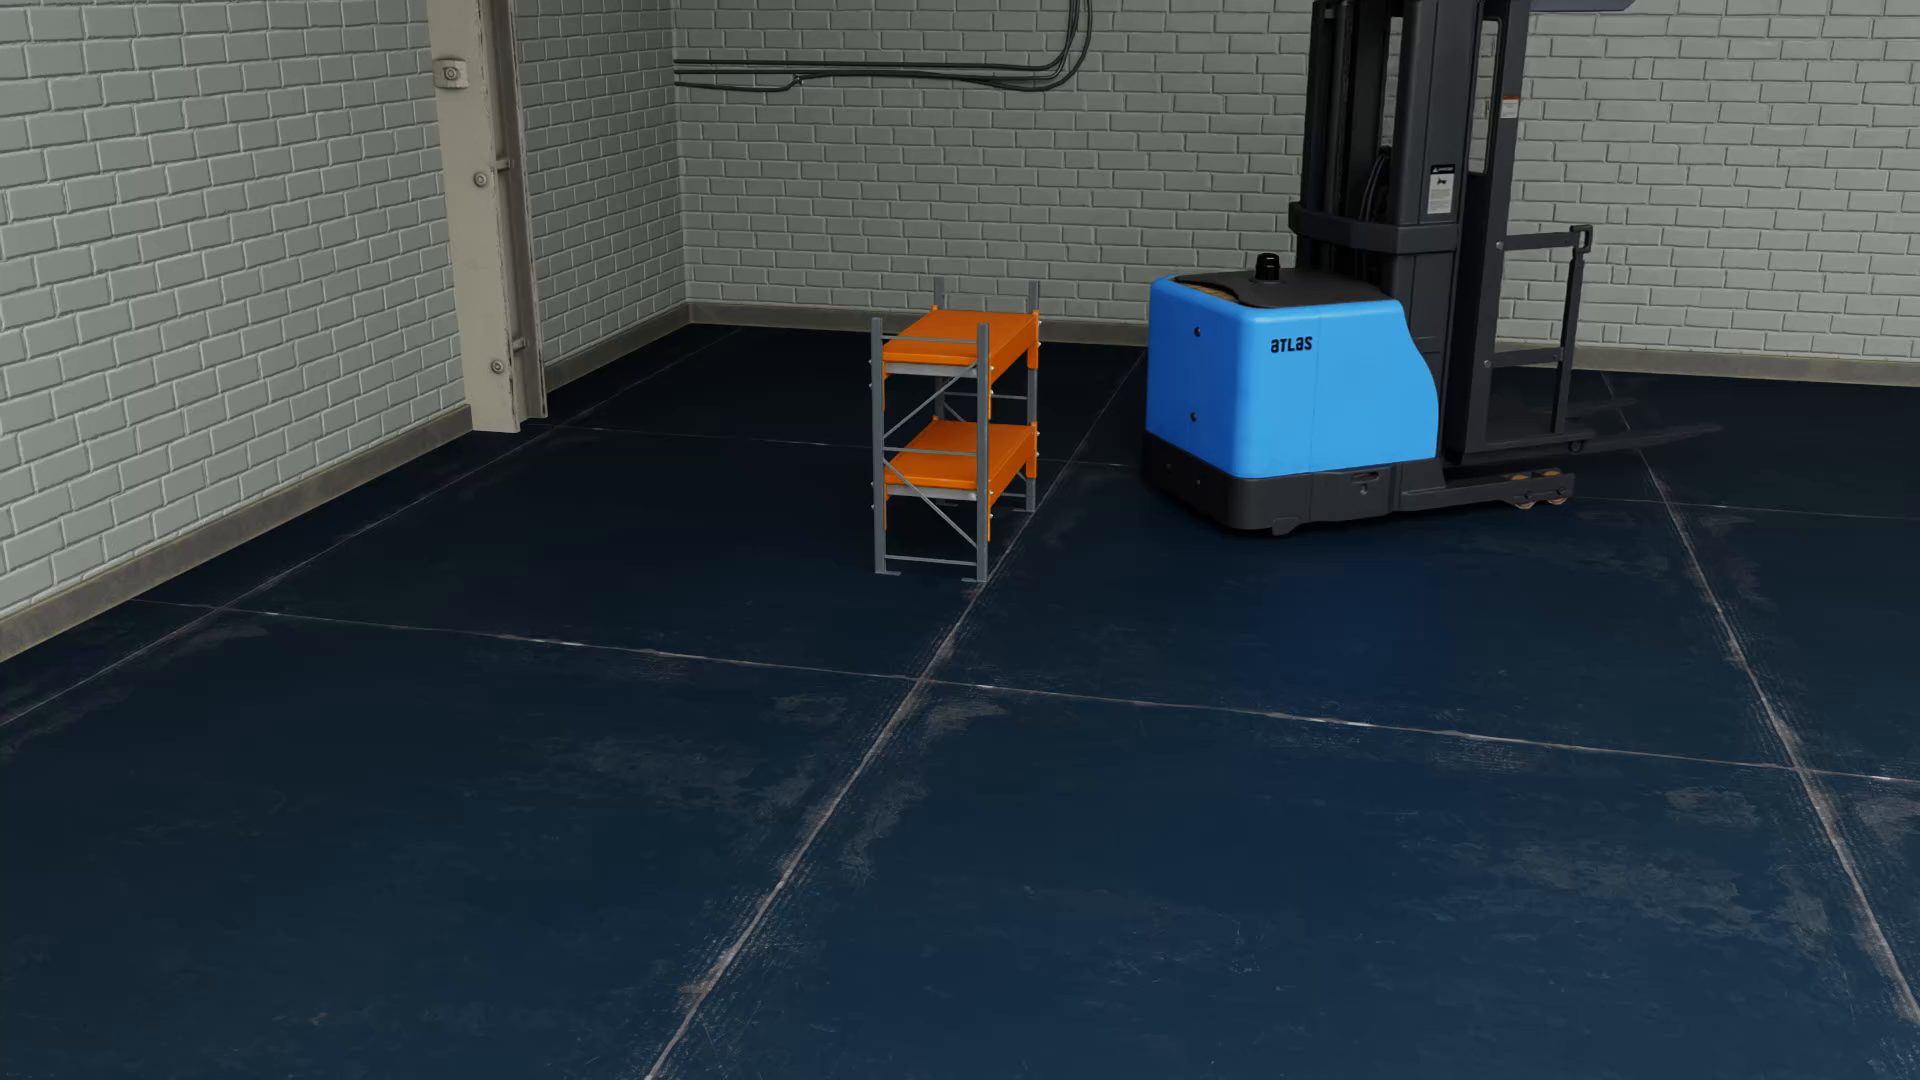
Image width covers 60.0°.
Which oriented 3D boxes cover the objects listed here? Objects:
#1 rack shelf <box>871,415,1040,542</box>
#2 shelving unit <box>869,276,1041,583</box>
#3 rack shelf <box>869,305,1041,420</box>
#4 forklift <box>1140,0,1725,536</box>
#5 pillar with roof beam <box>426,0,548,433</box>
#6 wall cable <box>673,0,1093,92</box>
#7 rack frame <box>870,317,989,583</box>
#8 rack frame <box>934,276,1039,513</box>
[{"bbox_3d":[-0.002,-0.299,7.579,0.538,0.278,1.000,5,19,13],"label":"rack shelf"},{"bbox_3d":[-0.002,-0.530,7.500,0.538,1.125,1.048,5,19,13],"label":"shelving unit"},{"bbox_3d":[-0.002,-0.807,7.405,0.538,0.278,1.000,5,19,13],"label":"rack shelf"},{"bbox_3d":[2.486,-1.689,8.097,3.031,2.935,1.130,-7,20,-20],"label":"forklift"},{"bbox_3d":[1.545,-4.602,7.239,9.100,9.000,0.400,5,19,13],"label":"pillar with roof beam"},{"bbox_3d":[-0.628,-4.291,11.133,3.097,2.526,0.112,5,19,13],"label":"wall cable"},{"bbox_3d":[-0.126,-0.371,7.033,0.500,1.125,0.032,5,19,13],"label":"rack frame"},{"bbox_3d":[0.123,-0.690,7.966,0.500,1.125,0.032,5,19,13],"label":"rack frame"}]
